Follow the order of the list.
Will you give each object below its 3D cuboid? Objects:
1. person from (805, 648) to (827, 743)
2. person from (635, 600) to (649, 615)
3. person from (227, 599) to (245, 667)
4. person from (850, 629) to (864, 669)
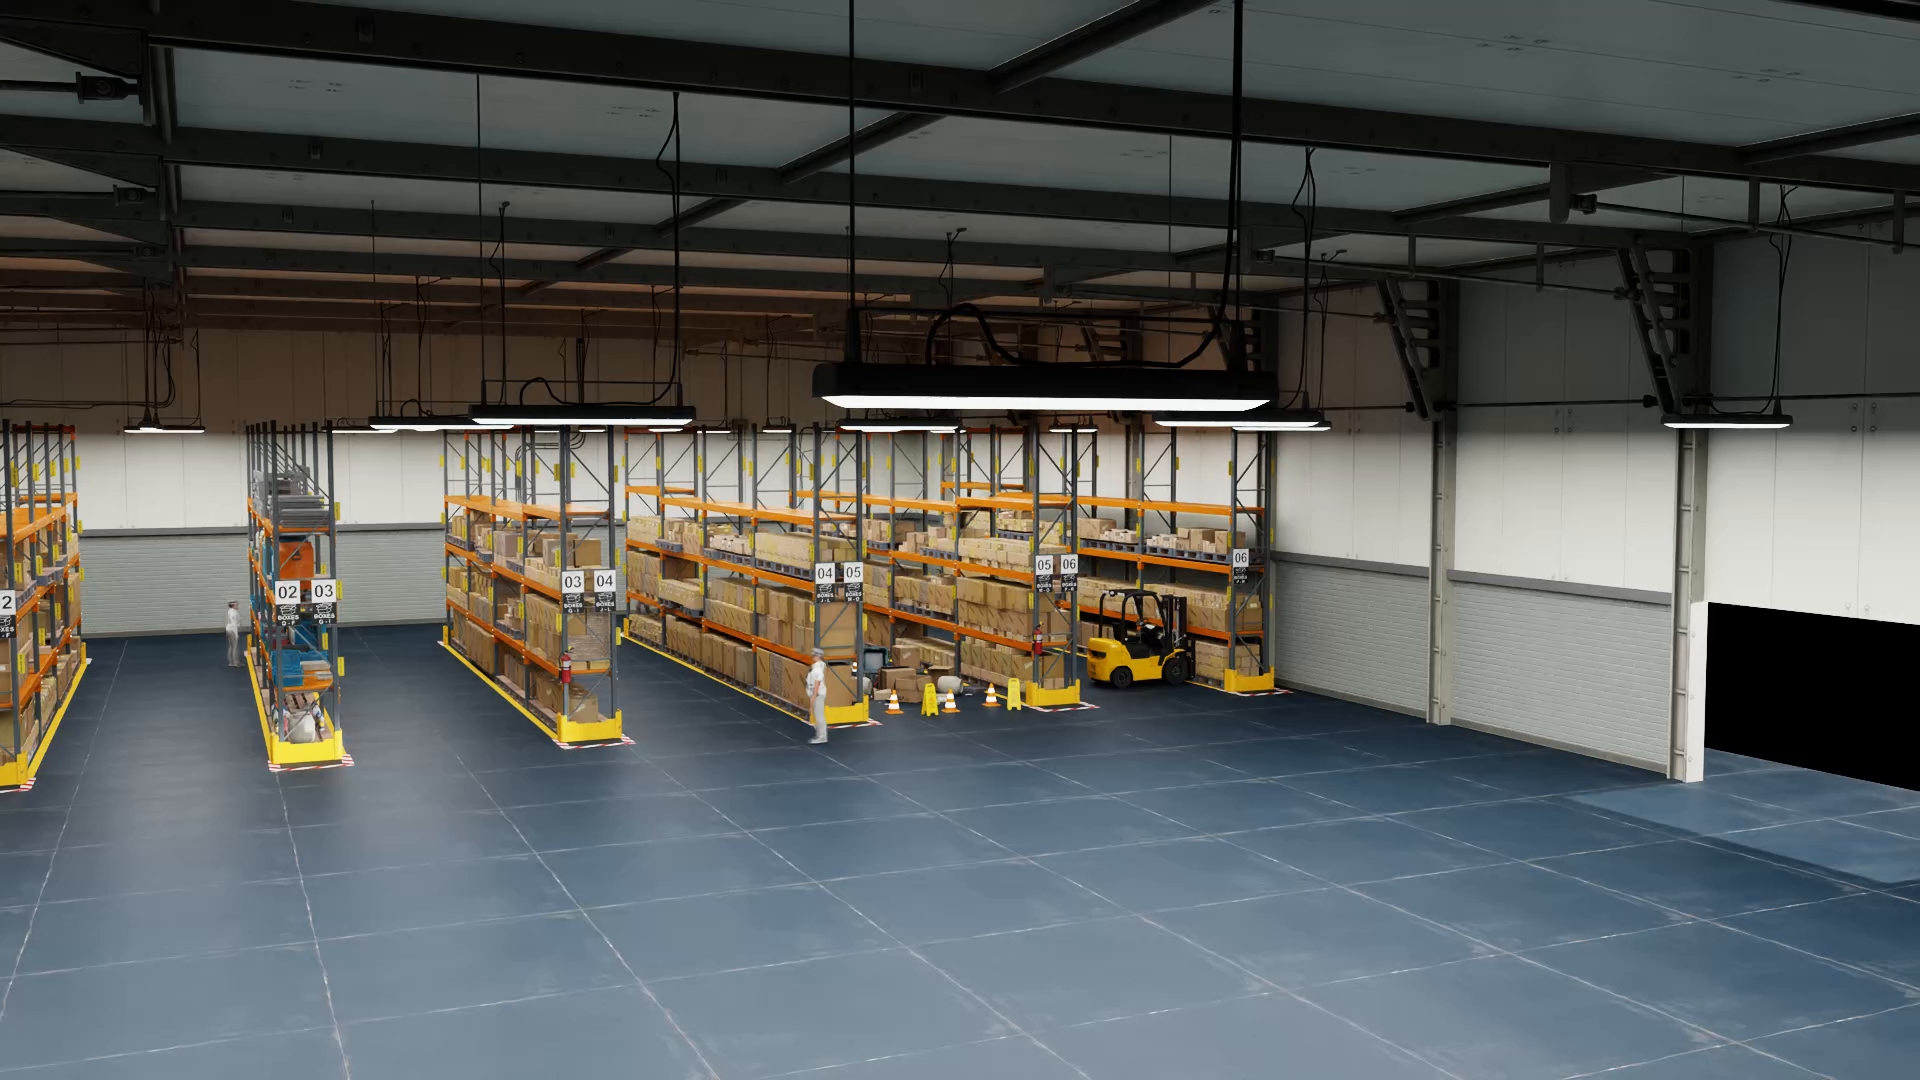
[{"bbox_3d":[-2.682,2.909,30.994,0.411,1.798,0.596,0,4,-7],"label":"person"},{"bbox_3d":[-9.774,1.677,51.202,0.570,1.730,0.426,0,4,-1],"label":"person"},{"bbox_3d":[-17.960,2.300,41.215,0.384,1.676,0.530,-2,4,-32],"label":"person"},{"bbox_3d":[-2.508,2.331,40.730,0.495,1.674,0.376,3,5,44],"label":"person"}]
